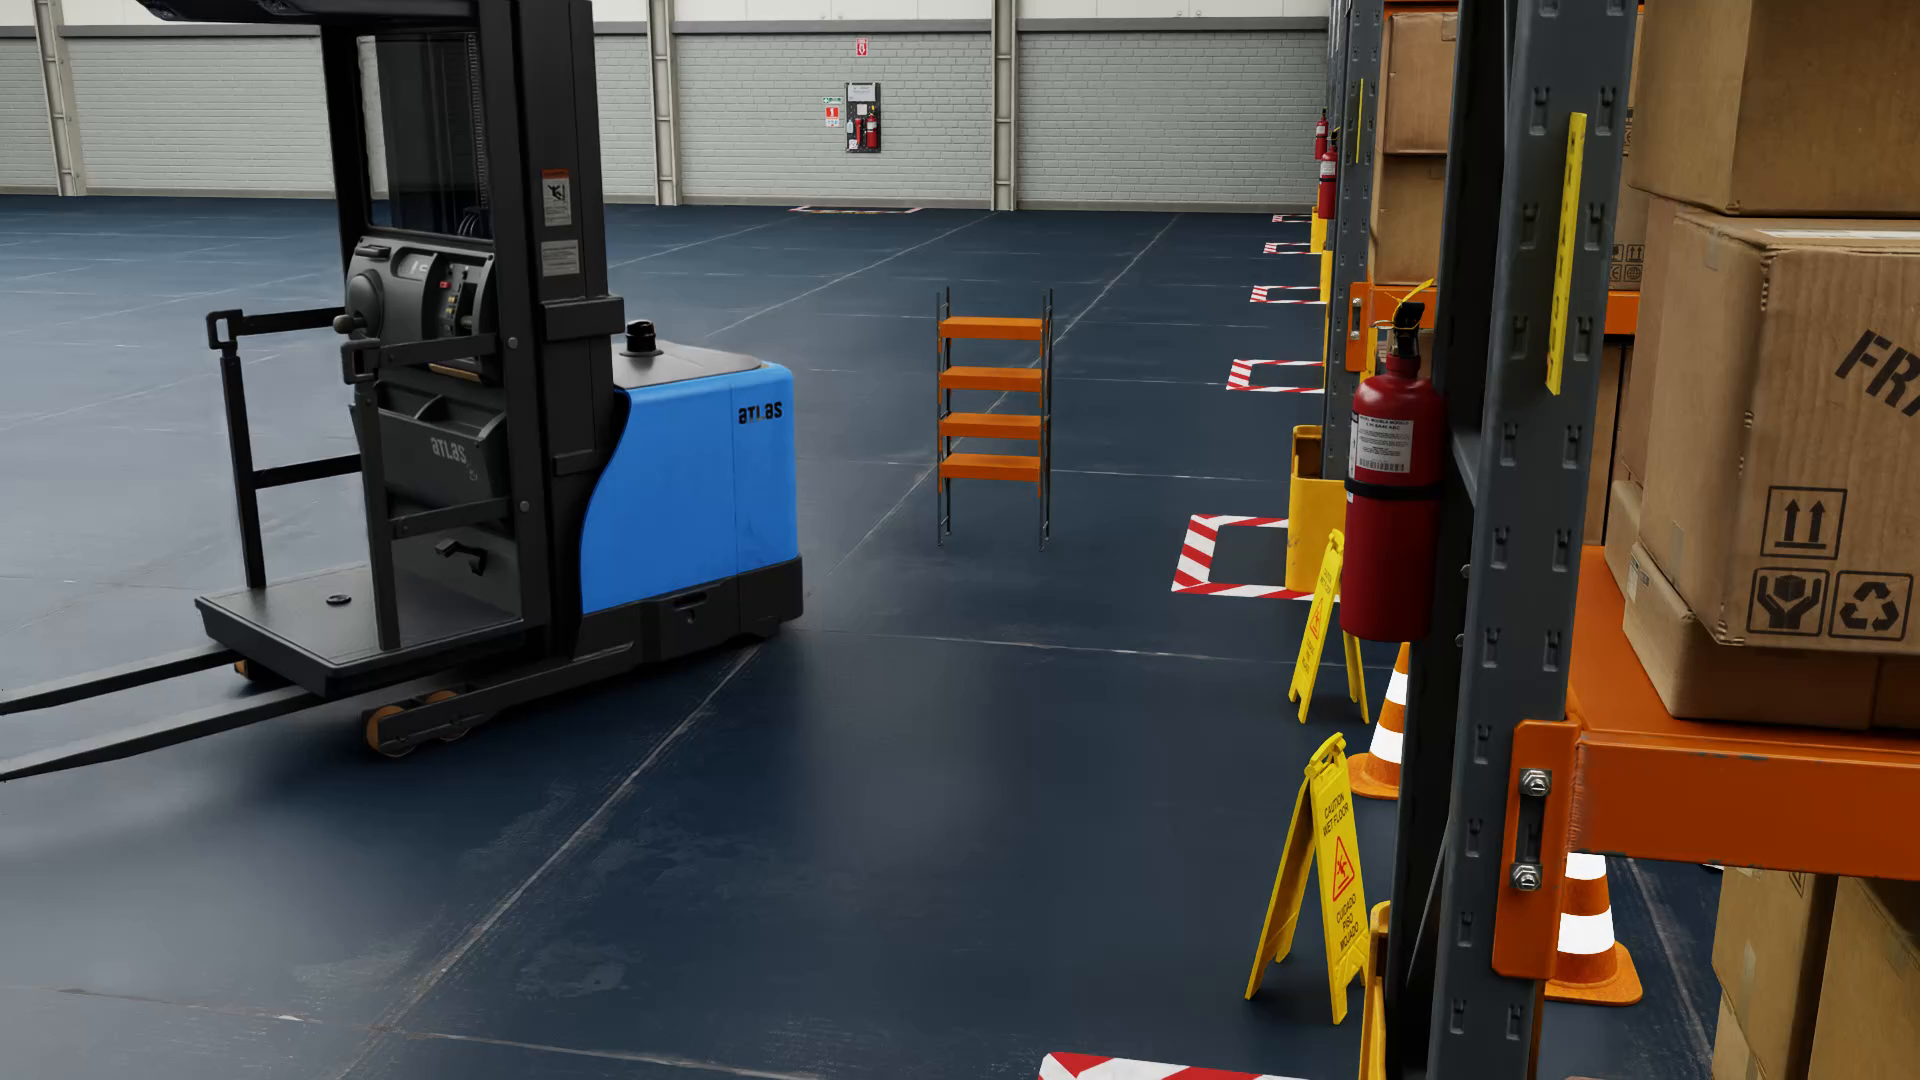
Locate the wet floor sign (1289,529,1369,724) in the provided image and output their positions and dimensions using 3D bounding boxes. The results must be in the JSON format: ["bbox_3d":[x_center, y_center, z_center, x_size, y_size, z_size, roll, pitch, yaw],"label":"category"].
[{"bbox_3d":[1.292,0.286,5.752,0.232,0.644,0.267,0,15,1],"label":"wet floor sign"}]

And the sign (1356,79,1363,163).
[{"bbox_3d":[1.599,-1.676,6.653,0.005,0.325,0.100,3,16,11],"label":"sign"}]

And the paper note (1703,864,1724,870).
[{"bbox_3d":[2.151,0.895,4.702,0.142,0.019,0.148,-2,16,-8],"label":"paper note"}]

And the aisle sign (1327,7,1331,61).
[{"bbox_3d":[5.633,-7.723,25.383,0.004,0.787,0.394,3,16,11],"label":"aisle sign"}]

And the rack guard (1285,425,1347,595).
[{"bbox_3d":[1.691,-0.162,7.640,0.348,0.500,1.175,3,16,11],"label":"rack guard"}]

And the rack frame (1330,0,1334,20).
[{"bbox_3d":[5.764,-9.436,25.199,0.127,3.000,1.000,3,16,11],"label":"rack frame"}]

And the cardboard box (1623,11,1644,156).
[{"bbox_3d":[2.628,-1.923,7.011,0.550,0.550,0.875,3,16,11],"label":"cardboard box"}]

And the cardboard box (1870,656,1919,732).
[{"bbox_3d":[1.370,0.138,2.345,0.250,0.149,0.380,3,16,12],"label":"cardboard box"}]

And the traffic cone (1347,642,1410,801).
[{"bbox_3d":[1.394,0.535,5.195,0.334,0.463,0.336,3,16,11],"label":"traffic cone"}]

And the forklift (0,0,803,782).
[{"bbox_3d":[-2.013,-0.856,5.593,1.130,2.935,3.031,14,21,42],"label":"forklift"}]

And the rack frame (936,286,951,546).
[{"bbox_3d":[-0.077,-0.582,7.847,0.015,1.200,0.240,3,16,11],"label":"rack frame"}]

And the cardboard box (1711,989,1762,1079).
[{"bbox_3d":[1.697,1.032,3.013,0.500,0.250,0.500,3,16,11],"label":"cardboard box"}]

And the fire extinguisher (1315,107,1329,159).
[{"bbox_3d":[4.757,-5.339,21.793,0.183,0.674,0.296,3,16,11],"label":"fire extinguisher"}]

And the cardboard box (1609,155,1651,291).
[{"bbox_3d":[2.631,-1.406,7.168,0.550,0.550,0.875,3,16,11],"label":"cardboard box"}]

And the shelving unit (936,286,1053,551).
[{"bbox_3d":[0.162,-0.569,7.800,0.503,1.200,0.258,3,16,11],"label":"shelving unit"}]

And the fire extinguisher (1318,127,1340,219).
[{"bbox_3d":[2.782,-2.747,12.434,0.183,0.674,0.296,3,16,11],"label":"fire extinguisher"}]

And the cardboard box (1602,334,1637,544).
[{"bbox_3d":[3.255,-0.479,7.294,0.875,0.875,0.875,3,16,10],"label":"cardboard box"}]

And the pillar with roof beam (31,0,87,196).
[{"bbox_3d":[-17.755,-9.775,26.425,0.400,9.000,9.100,3,16,11],"label":"pillar with roof beam"}]

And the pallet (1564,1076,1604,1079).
[{"bbox_3d":[1.691,1.335,2.776,1.213,0.211,1.003,3,16,11],"label":"pallet"}]

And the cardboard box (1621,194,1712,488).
[{"bbox_3d":[1.414,-0.300,2.710,0.500,0.500,0.500,3,16,10],"label":"cardboard box"}]

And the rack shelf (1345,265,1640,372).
[{"bbox_3d":[3.675,-0.912,7.014,4.000,0.370,1.077,3,16,11],"label":"rack shelf"}]

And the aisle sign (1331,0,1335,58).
[{"bbox_3d":[4.774,-6.582,21.264,0.004,0.787,0.394,3,16,11],"label":"aisle sign"}]

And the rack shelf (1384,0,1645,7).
[{"bbox_3d":[4.762,-3.650,11.278,4.000,0.370,1.077,3,16,11],"label":"rack shelf"}]

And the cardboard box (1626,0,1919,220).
[{"bbox_3d":[1.372,-0.768,2.529,0.500,0.500,0.700,3,16,10],"label":"cardboard box"}]

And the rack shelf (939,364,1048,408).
[{"bbox_3d":[0.162,-0.720,7.758,0.480,0.148,0.258,3,16,11],"label":"rack shelf"}]

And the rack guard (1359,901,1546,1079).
[{"bbox_3d":[0.902,1.144,2.927,0.348,0.500,1.175,3,16,11],"label":"rack guard"}]

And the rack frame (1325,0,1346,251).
[{"bbox_3d":[3.789,-3.953,16.644,0.127,3.000,1.000,3,16,11],"label":"rack frame"}]

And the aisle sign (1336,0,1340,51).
[{"bbox_3d":[3.778,-5.287,16.591,0.004,0.787,0.394,3,16,11],"label":"aisle sign"}]

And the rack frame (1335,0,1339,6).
[{"bbox_3d":[4.780,-8.140,20.520,0.127,3.000,1.000,3,16,11],"label":"rack frame"}]

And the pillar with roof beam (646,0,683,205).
[{"bbox_3d":[-5.995,-9.137,24.120,0.400,9.000,9.100,3,16,11],"label":"pillar with roof beam"}]

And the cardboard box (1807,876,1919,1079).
[{"bbox_3d":[1.586,0.813,2.398,0.500,0.500,0.500,3,16,9],"label":"cardboard box"}]

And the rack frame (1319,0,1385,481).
[{"bbox_3d":[1.715,-1.365,7.302,0.127,3.000,1.000,3,16,11],"label":"rack frame"}]

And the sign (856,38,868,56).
[{"bbox_3d":[-1.660,-8.338,28.131,0.199,0.298,0.001,3,16,11],"label":"sign"}]

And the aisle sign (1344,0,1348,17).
[{"bbox_3d":[1.705,-2.700,7.252,0.004,0.787,0.394,3,16,11],"label":"aisle sign"}]

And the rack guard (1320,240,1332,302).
[{"bbox_3d":[3.873,-2.757,17.007,0.348,0.500,1.175,3,16,11],"label":"rack guard"}]

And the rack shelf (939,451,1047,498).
[{"bbox_3d":[0.162,-0.313,7.871,0.480,0.148,0.258,3,16,11],"label":"rack shelf"}]
